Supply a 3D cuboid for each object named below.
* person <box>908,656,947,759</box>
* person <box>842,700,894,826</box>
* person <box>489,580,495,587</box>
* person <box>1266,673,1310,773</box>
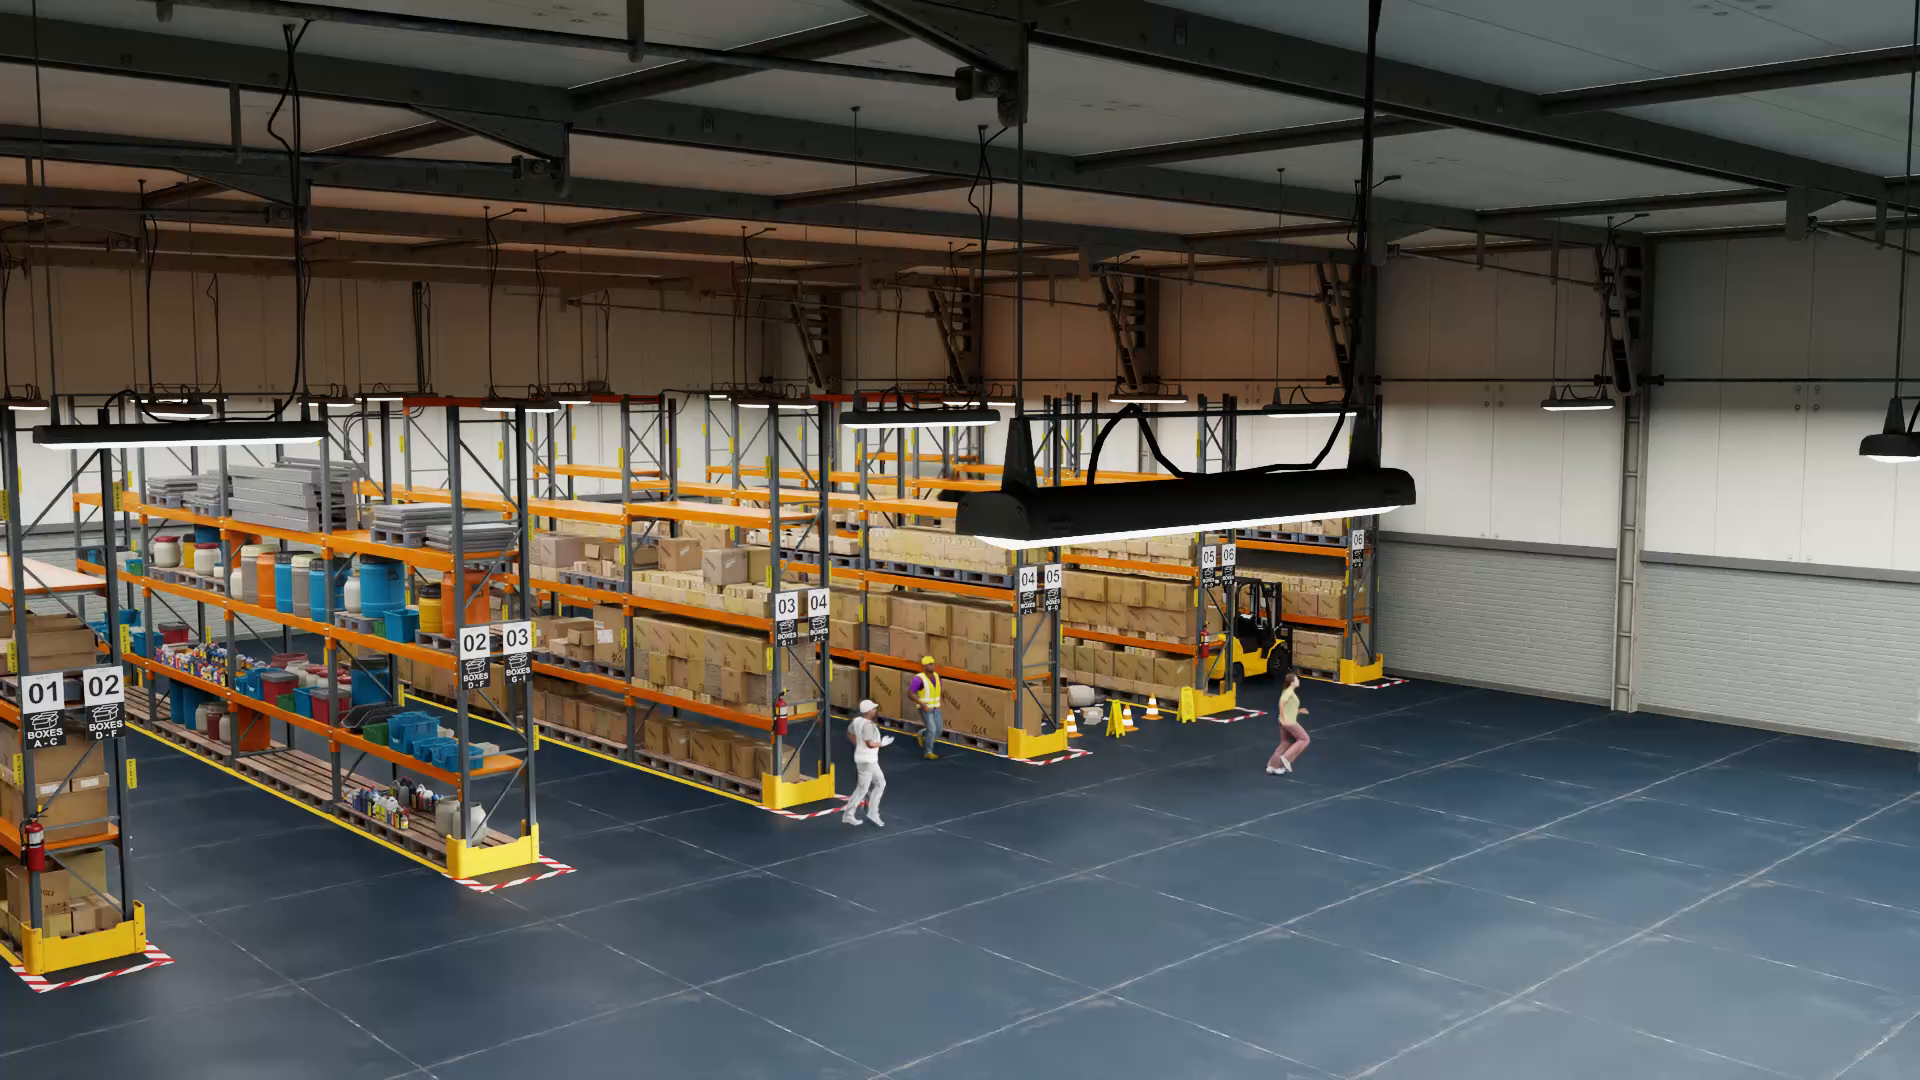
[{"bbox_3d":[-0.565,2.788,27.806,0.623,1.724,0.749,5,8,45],"label":"person"},{"bbox_3d":[-1.323,3.178,23.598,0.751,1.832,0.679,-1,6,-9],"label":"person"},{"bbox_3d":[-11.133,1.740,39.264,0.659,1.634,0.556,1,6,15],"label":"person"},{"bbox_3d":[5.277,2.936,26.700,0.692,1.612,0.503,0,6,-3],"label":"person"}]
